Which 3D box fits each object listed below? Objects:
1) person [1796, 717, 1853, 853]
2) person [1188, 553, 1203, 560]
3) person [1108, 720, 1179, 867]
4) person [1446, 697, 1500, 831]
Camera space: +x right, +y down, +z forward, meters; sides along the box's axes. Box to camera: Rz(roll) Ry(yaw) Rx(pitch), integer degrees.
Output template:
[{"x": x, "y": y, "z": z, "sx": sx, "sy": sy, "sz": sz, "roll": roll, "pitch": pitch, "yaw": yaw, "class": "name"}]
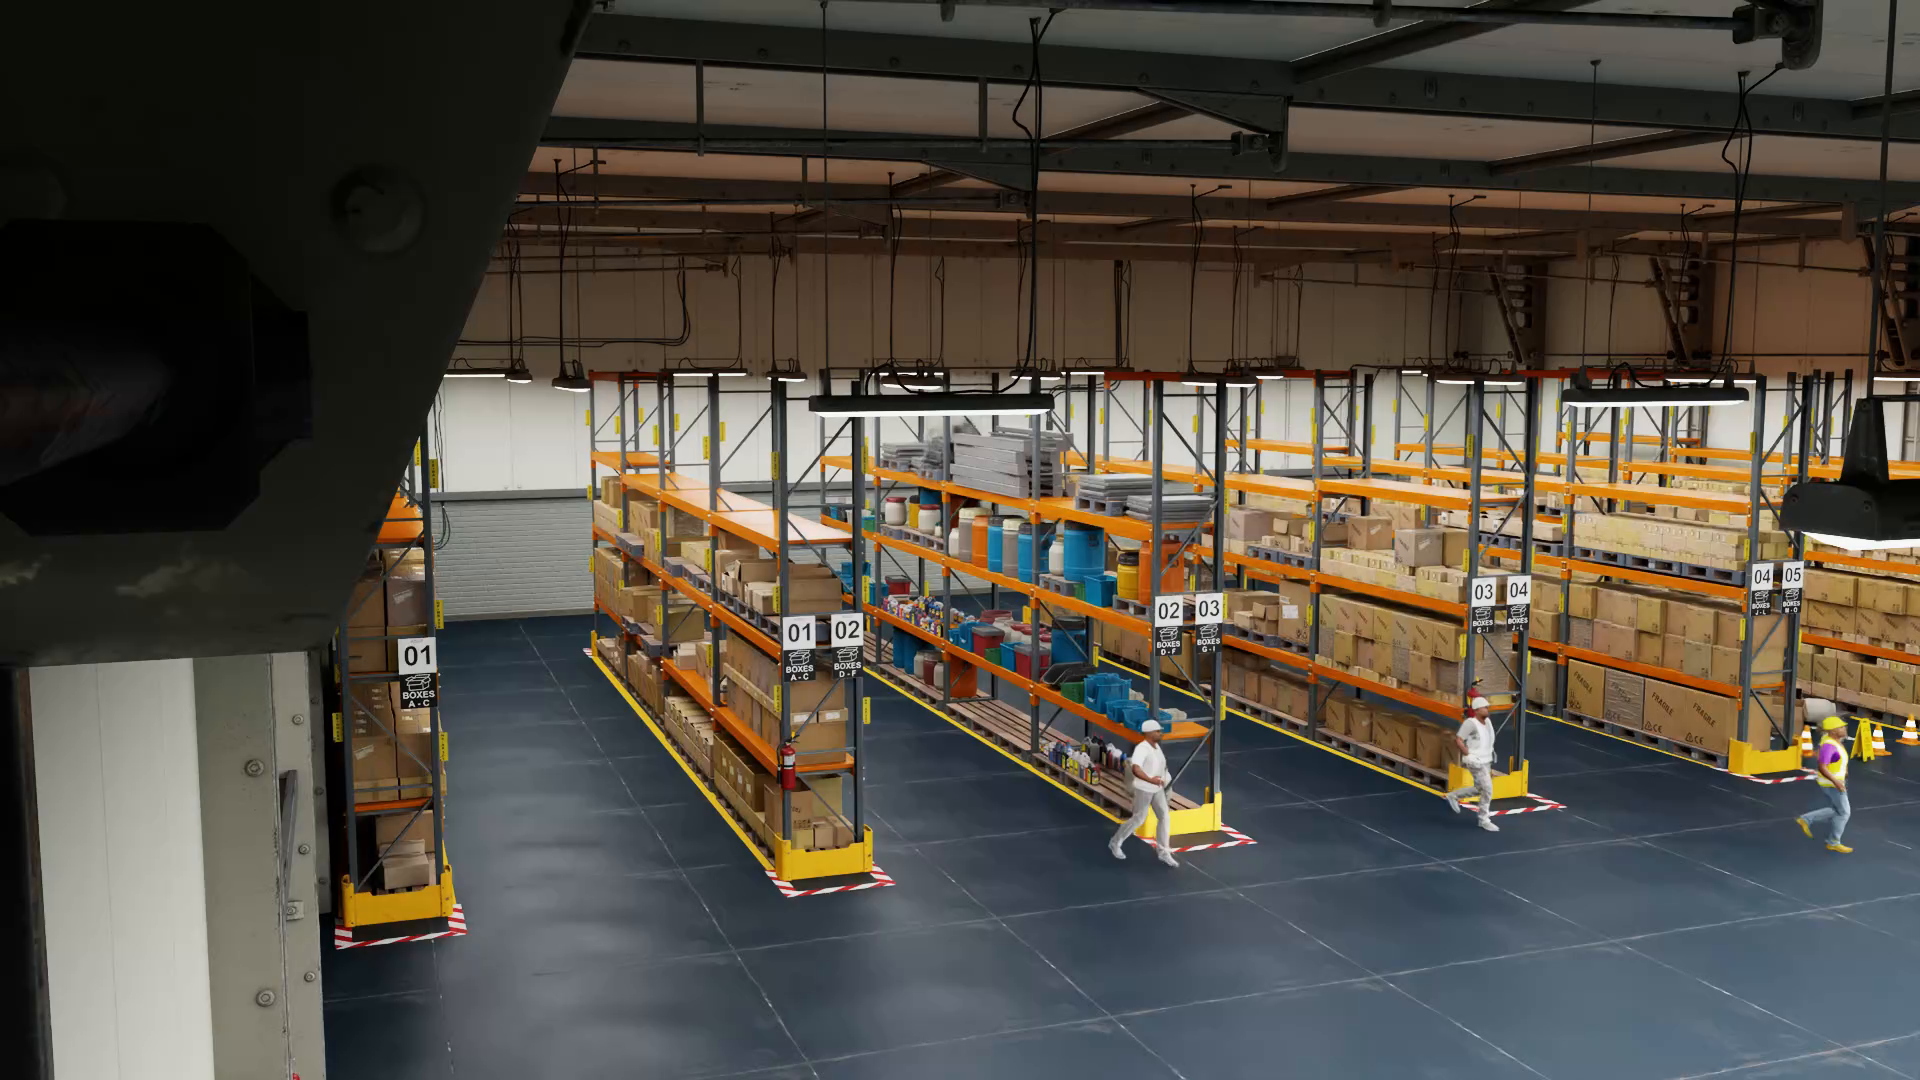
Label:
[{"x": 11.094, "y": 3.108, "z": 21.277, "sx": 0.669, "sy": 1.744, "sz": 0.693, "roll": 3, "pitch": 7, "yaw": 23, "class": "person"}, {"x": 5.701, "y": 0.876, "z": 41.308, "sx": 0.558, "sy": 1.688, "sz": 0.744, "roll": 0, "pitch": 6, "yaw": -3, "class": "person"}, {"x": 2.388, "y": 3.137, "z": 20.812, "sx": 0.915, "sy": 1.766, "sz": 0.758, "roll": 4, "pitch": 8, "yaw": 33, "class": "person"}, {"x": 6.932, "y": 2.981, "z": 22.358, "sx": 0.760, "sy": 1.765, "sz": 0.705, "roll": 6, "pitch": 8, "yaw": 41, "class": "person"}]
